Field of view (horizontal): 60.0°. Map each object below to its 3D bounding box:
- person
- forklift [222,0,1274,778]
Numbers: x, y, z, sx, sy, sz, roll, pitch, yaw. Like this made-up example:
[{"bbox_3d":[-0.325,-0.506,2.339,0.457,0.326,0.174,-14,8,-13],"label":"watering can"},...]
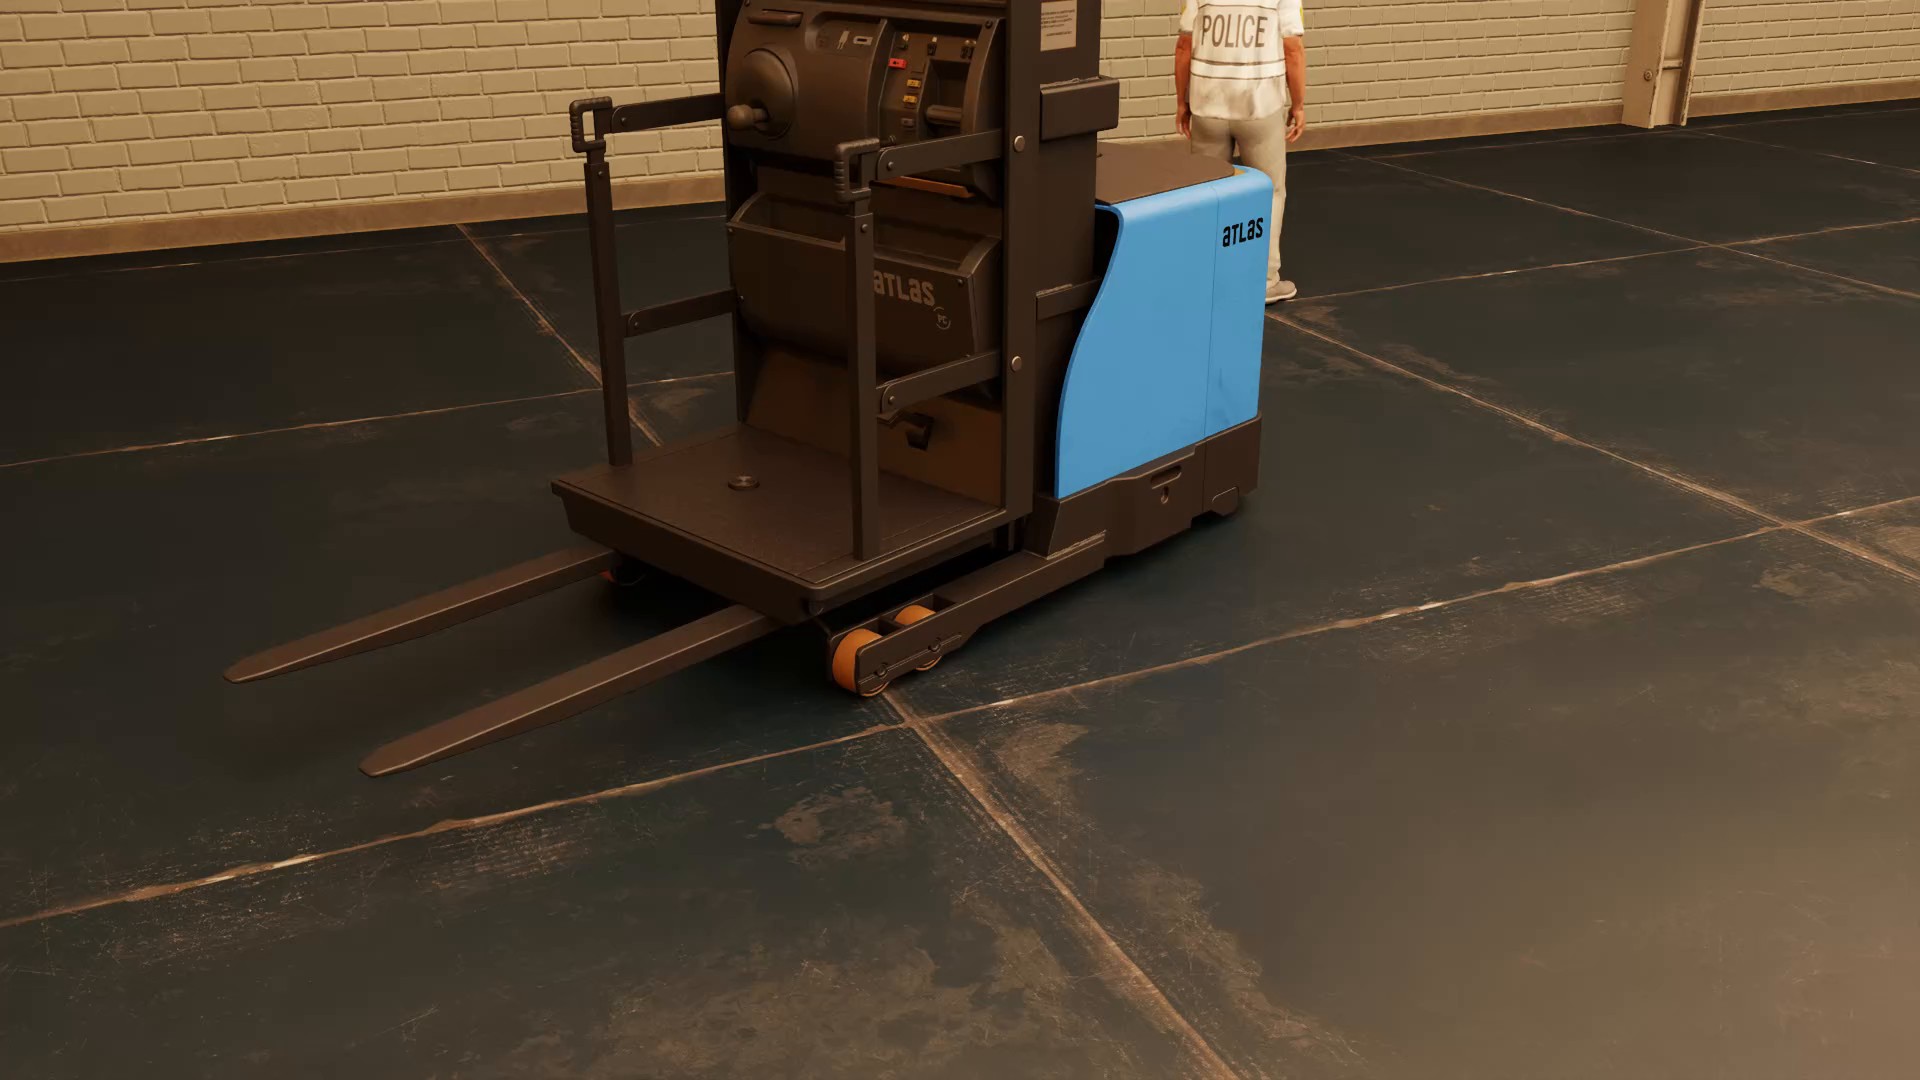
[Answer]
[{"bbox_3d":[1.262,-1.958,7.536,0.603,1.750,0.432,9,24,21],"label":"person"},{"bbox_3d":[-0.413,-1.182,4.131,1.130,2.935,3.031,19,29,39],"label":"forklift"}]
